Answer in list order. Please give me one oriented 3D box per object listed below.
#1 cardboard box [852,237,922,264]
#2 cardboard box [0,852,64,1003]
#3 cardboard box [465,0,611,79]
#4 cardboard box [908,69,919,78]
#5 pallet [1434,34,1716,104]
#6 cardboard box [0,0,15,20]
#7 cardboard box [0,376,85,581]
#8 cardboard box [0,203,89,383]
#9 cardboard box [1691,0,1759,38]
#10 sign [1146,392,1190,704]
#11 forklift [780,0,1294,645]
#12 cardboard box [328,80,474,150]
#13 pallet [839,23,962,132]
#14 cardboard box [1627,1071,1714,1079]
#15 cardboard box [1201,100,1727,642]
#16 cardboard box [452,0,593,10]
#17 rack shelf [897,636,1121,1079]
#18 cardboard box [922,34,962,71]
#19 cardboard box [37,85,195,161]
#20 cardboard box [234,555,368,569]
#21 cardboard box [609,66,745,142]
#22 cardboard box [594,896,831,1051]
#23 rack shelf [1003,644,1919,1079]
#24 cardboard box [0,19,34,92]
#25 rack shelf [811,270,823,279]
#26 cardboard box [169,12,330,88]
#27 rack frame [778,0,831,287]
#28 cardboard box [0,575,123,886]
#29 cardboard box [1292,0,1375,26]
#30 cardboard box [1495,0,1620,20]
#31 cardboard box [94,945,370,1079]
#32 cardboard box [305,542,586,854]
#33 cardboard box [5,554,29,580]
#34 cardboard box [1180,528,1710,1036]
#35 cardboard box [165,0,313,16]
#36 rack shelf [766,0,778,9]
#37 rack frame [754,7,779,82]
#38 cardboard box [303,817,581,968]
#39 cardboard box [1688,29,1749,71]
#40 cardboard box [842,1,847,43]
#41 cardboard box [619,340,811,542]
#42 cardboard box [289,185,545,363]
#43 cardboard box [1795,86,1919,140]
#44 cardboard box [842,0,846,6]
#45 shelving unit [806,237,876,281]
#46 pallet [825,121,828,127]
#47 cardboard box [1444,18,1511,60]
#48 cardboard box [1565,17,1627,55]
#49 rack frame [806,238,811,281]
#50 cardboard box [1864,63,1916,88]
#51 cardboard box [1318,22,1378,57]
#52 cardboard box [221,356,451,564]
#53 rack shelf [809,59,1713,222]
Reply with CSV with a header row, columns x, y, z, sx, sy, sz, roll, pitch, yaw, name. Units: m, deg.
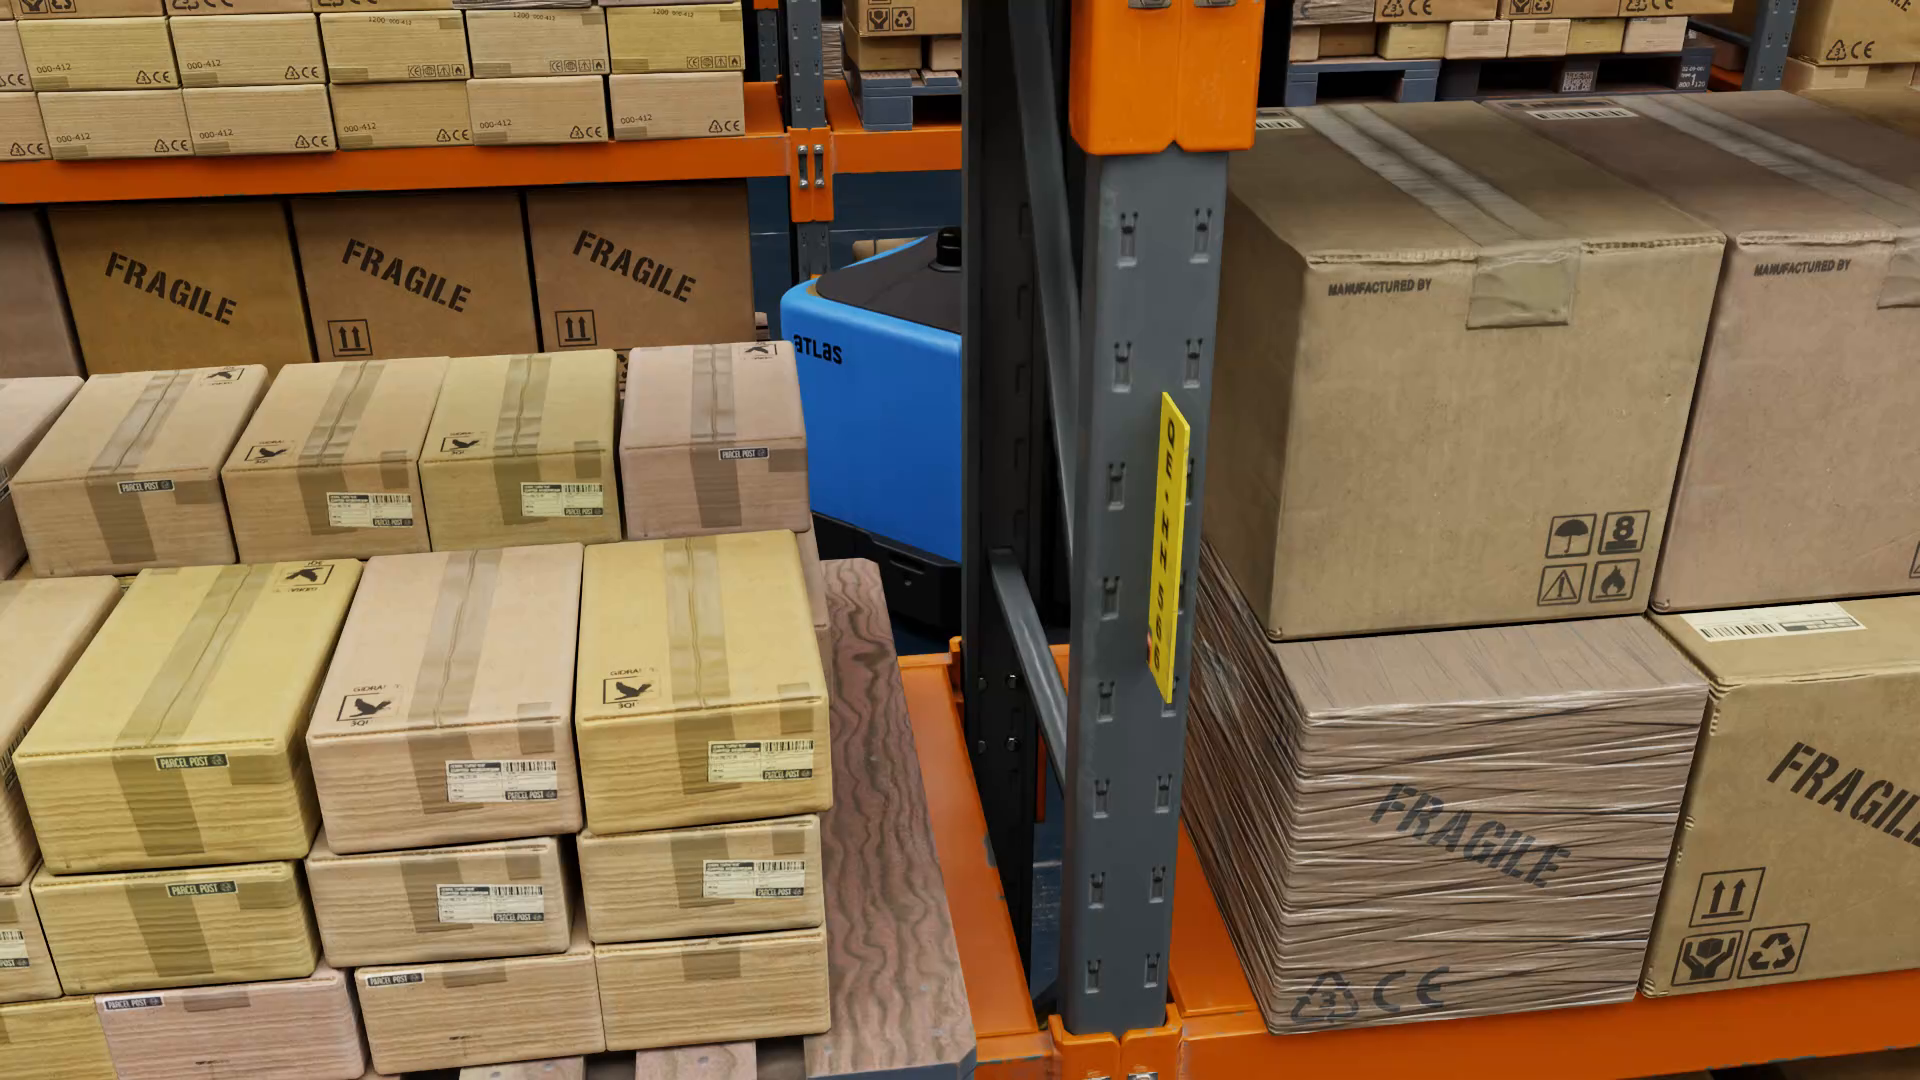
x,y,z,sx,sy,sz,roll,pitch,yaw,name
-0.096,-1.034,7.399,0.625,0.372,0.950,-5,28,-11,cardboard box
-1.065,0.327,1.816,0.250,0.149,0.380,-4,27,-7,cardboard box
-1.608,-1.961,6.403,0.500,0.250,0.500,-4,27,-8,cardboard box
-0.086,-3.438,11.806,0.625,0.625,0.875,-3,27,-5,cardboard box
2.527,-2.171,7.406,1.213,0.211,1.003,-4,27,-7,pallet
-3.642,-2.163,5.975,0.500,0.500,0.500,-4,27,-7,cardboard box
-1.391,-0.085,2.294,0.250,0.149,0.380,-2,27,-5,cardboard box
-4.015,-1.048,6.874,0.875,0.875,0.875,-3,27,-6,cardboard box
3.710,-2.557,7.513,0.500,0.500,0.500,-4,27,-8,cardboard box
0.218,0.011,1.762,0.005,0.325,0.100,-4,27,-7,sign
0.865,-0.944,4.880,3.031,2.935,1.130,19,33,33,forklift
-2.126,-1.705,6.451,0.500,0.250,0.500,-4,27,-8,cardboard box
0.034,-1.993,7.059,1.003,0.211,1.213,-4,27,-7,pallet
0.749,1.062,2.899,0.750,0.750,1.050,-4,27,-8,cardboard box
0.579,-0.267,2.281,0.500,0.500,0.700,-4,27,-7,cardboard box
-1.639,-2.287,6.217,0.500,0.500,0.500,-3,27,-6,cardboard box
-1.847,0.693,2.401,4.000,0.370,1.077,-4,27,-7,rack shelf
-0.024,-2.000,6.677,0.250,0.149,0.380,-5,28,-10,cardboard box
-3.123,-1.632,6.309,0.500,0.250,0.500,-4,27,-8,cardboard box
-0.905,0.015,2.424,0.250,0.149,0.380,-5,28,-9,cardboard box
-1.121,-1.769,6.576,0.500,0.250,0.500,-5,28,-9,cardboard box
-0.291,0.410,1.980,0.250,0.149,0.380,-3,27,-6,cardboard box
2.114,0.439,2.897,4.000,0.370,1.077,-4,27,-7,rack shelf
-3.630,-1.833,6.153,0.500,0.250,0.500,-3,27,-6,cardboard box
-0.431,-0.846,6.151,0.240,0.259,0.215,-1,27,-3,rack shelf
-2.626,-1.886,6.257,0.500,0.250,0.500,-4,28,-9,cardboard box
-0.656,-1.985,6.833,0.127,3.000,1.000,-4,27,-7,rack frame
-1.060,0.195,1.748,0.250,0.149,0.380,-3,27,-6,cardboard box
1.358,-2.374,6.696,0.500,0.500,0.500,-5,28,-9,cardboard box
2.388,-2.438,6.821,0.500,0.500,0.500,-4,27,-7,cardboard box
-0.792,0.442,1.919,0.250,0.149,0.380,-3,27,-6,cardboard box
-0.537,0.160,1.817,0.250,0.149,0.380,-4,27,-8,cardboard box
-1.402,0.047,2.362,0.250,0.149,0.380,-4,27,-7,cardboard box
0.615,0.295,2.280,0.500,0.500,0.500,-3,27,-7,cardboard box
-2.634,-2.230,6.105,0.500,0.500,0.500,-4,27,-8,cardboard box
0.629,-4.036,11.618,4.000,0.370,1.077,-4,27,-7,rack shelf
-1.352,-4.229,11.206,0.127,3.000,1.000,-4,27,-7,rack frame
-0.557,0.294,1.881,0.250,0.149,0.380,-3,27,-5,cardboard box
3.580,-2.286,7.695,0.250,0.149,0.380,-4,27,-8,cardboard box
-0.365,-2.188,7.043,0.250,0.149,0.380,-3,27,-5,cardboard box
-0.356,-0.152,2.423,0.250,0.149,0.380,-4,27,-7,cardboard box
-2.236,-1.166,7.103,0.875,0.875,0.875,-3,27,-6,cardboard box
1.588,-0.334,2.410,0.500,0.500,0.700,-4,27,-8,cardboard box
-0.245,-2.504,6.948,0.500,0.500,0.500,-4,27,-9,cardboard box
-0.431,-0.603,6.276,0.252,1.050,0.215,-1,27,-3,shelving unit
-0.531,-3.023,11.910,1.213,0.211,1.003,-4,27,-7,pallet
2.068,-2.098,6.868,0.250,0.149,0.380,-3,27,-7,cardboard box
2.570,-2.148,6.967,0.250,0.149,0.380,-4,28,-9,cardboard box
-0.553,-0.600,6.270,0.008,1.050,0.200,-1,27,-3,rack frame
3.904,-2.042,7.220,0.250,0.149,0.380,-3,27,-6,cardboard box
1.546,-2.129,6.928,0.250,0.149,0.380,-5,28,-9,cardboard box
-0.861,-0.120,2.362,0.250,0.149,0.380,-4,27,-7,cardboard box
1.324,-1.792,7.246,4.000,0.370,1.077,-4,27,-7,rack shelf
